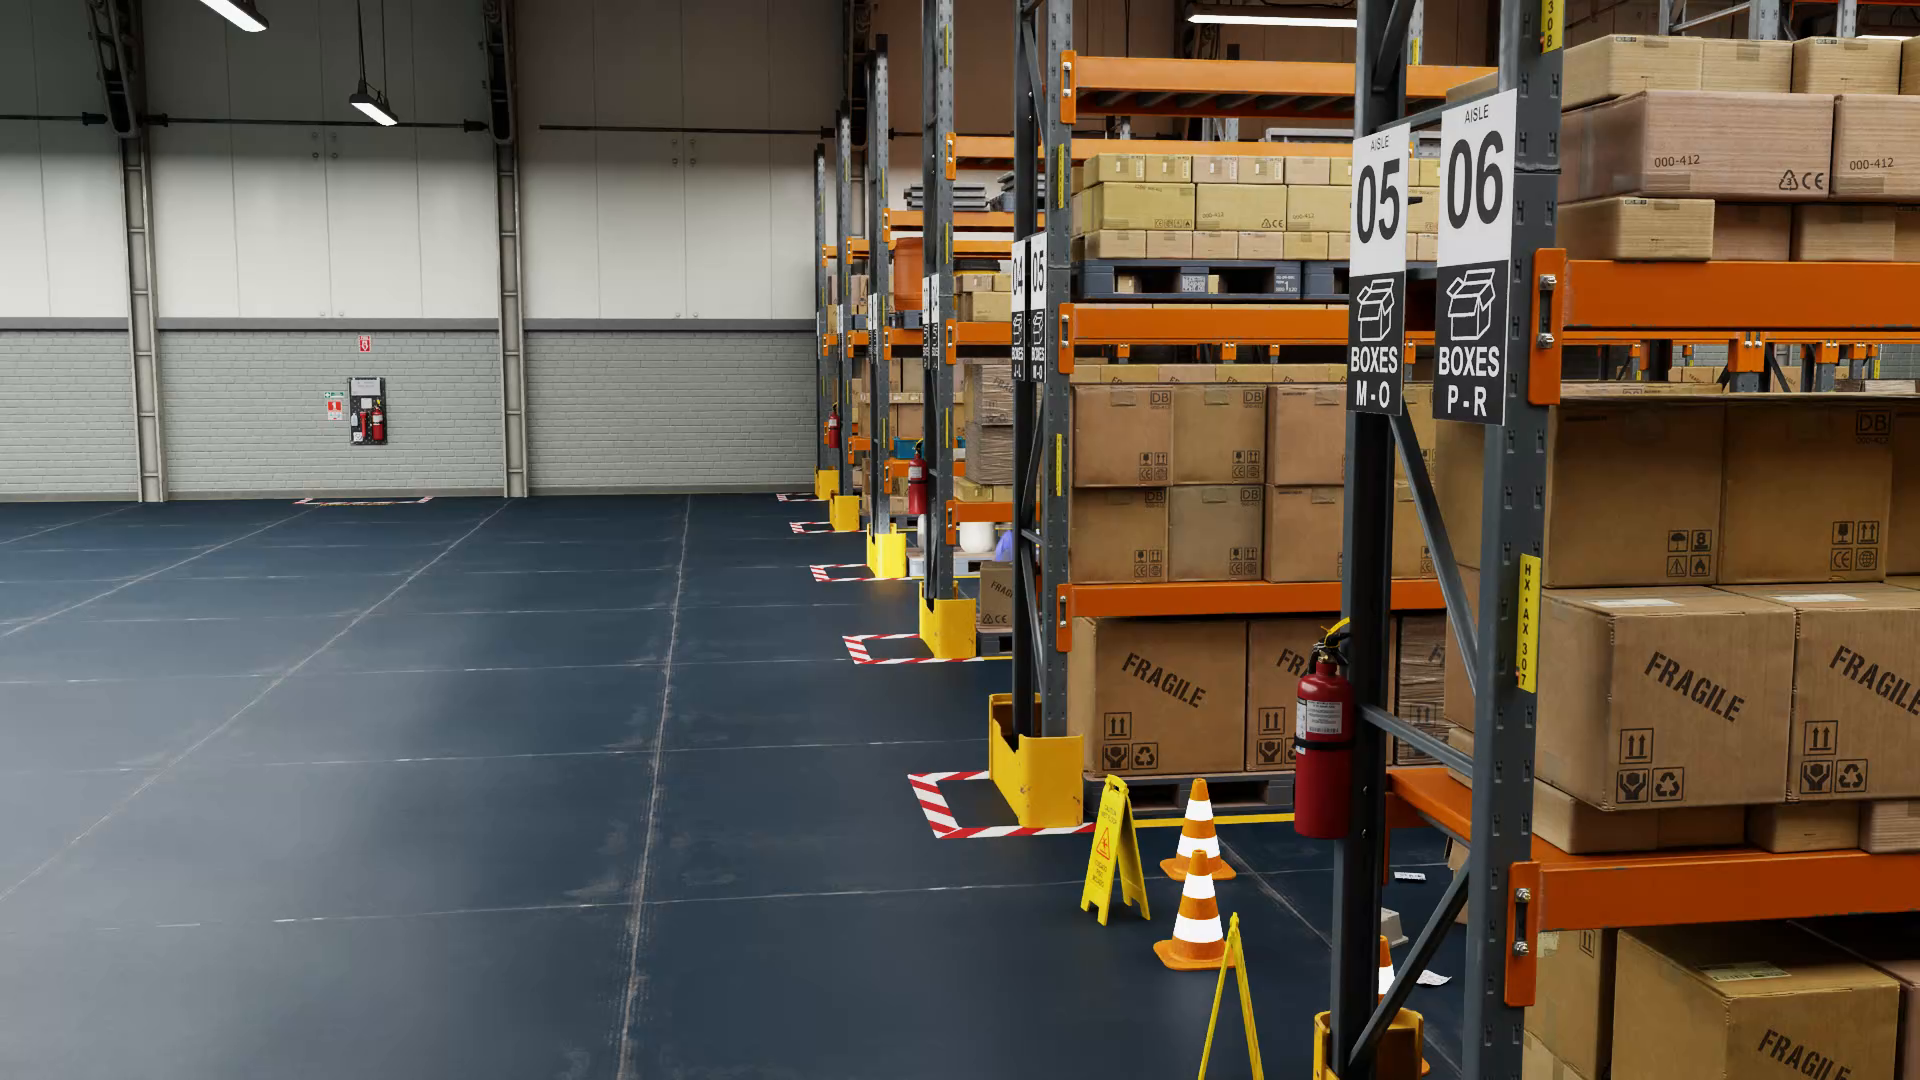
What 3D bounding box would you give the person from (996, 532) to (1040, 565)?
[{"bbox_3d":[0.587,0.303,16.779,0.460,0.775,0.871,-1,7,-11],"label":"person"}]
